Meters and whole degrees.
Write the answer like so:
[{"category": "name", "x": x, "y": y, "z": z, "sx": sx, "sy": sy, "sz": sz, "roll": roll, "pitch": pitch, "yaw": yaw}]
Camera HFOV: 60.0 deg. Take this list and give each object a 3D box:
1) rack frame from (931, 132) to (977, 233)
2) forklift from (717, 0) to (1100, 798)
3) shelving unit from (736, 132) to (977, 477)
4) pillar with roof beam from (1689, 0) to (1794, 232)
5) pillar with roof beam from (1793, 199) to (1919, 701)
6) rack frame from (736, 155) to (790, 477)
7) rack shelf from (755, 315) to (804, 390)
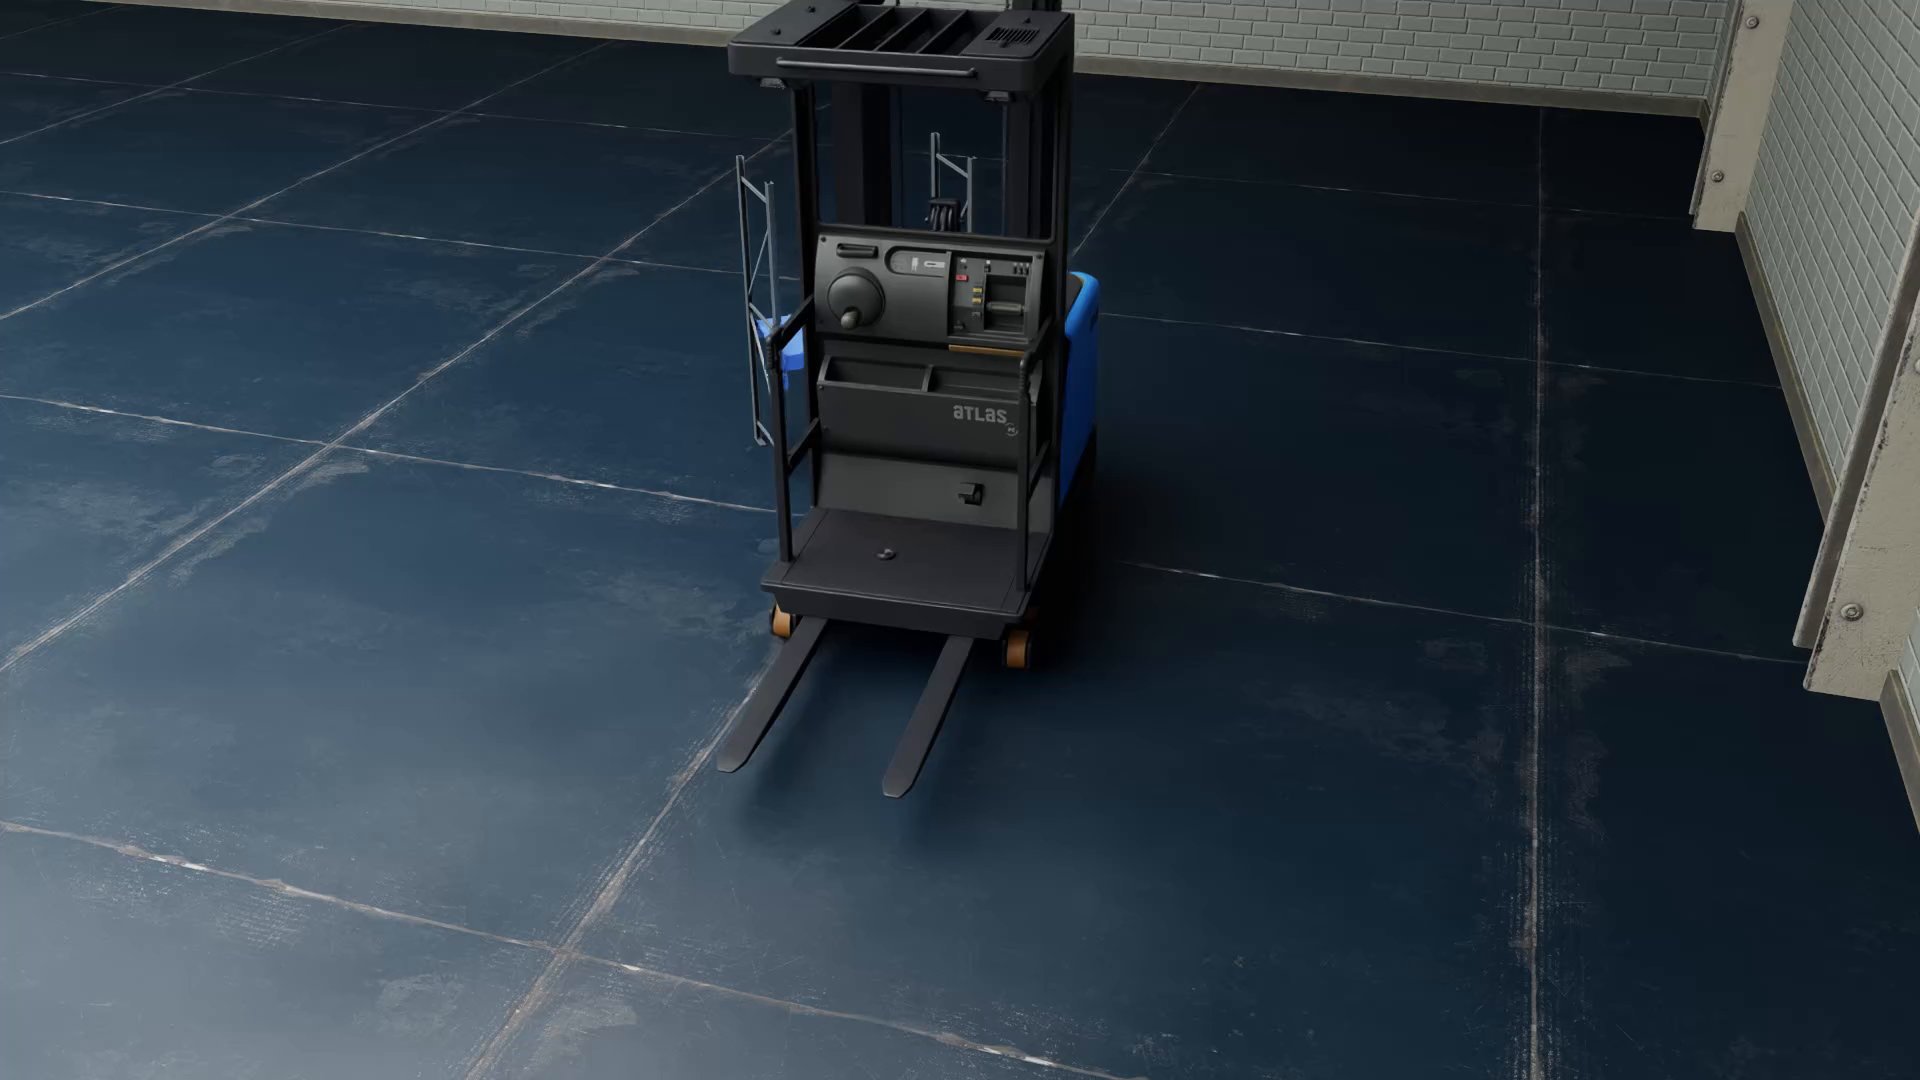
[{"category": "rack frame", "x": -0.030, "y": -1.277, "z": 8.502, "sx": 0.032, "sy": 1.500, "sz": 0.500, "roll": -12, "pitch": 31, "yaw": -20}, {"category": "forklift", "x": -0.174, "y": -0.956, "z": 6.454, "sx": 1.130, "sy": 2.935, "sz": 3.031, "roll": 7, "pitch": 30, "yaw": 12}, {"category": "shelving unit", "x": -0.497, "y": -1.178, "z": 8.325, "sx": 1.048, "sy": 1.500, "sz": 0.538, "roll": -12, "pitch": 31, "yaw": -20}, {"category": "pillar with roof beam", "x": 1.240, "y": -6.804, "z": 10.725, "sx": 9.100, "sy": 9.000, "sz": 0.400, "roll": 8, "pitch": 30, "yaw": 15}, {"category": "pillar with roof beam", "x": -0.521, "y": -4.016, "z": 5.712, "sx": 9.100, "sy": 9.000, "sz": 0.400, "roll": 8, "pitch": 30, "yaw": 15}, {"category": "rack frame", "x": -0.963, "y": -1.080, "z": 8.148, "sx": 0.032, "sy": 1.500, "sz": 0.500, "roll": -12, "pitch": 31, "yaw": -20}, {"category": "rack shelf", "x": -0.497, "y": -1.021, "z": 8.413, "sx": 1.000, "sy": 0.185, "sz": 0.538, "roll": -12, "pitch": 31, "yaw": -20}]
